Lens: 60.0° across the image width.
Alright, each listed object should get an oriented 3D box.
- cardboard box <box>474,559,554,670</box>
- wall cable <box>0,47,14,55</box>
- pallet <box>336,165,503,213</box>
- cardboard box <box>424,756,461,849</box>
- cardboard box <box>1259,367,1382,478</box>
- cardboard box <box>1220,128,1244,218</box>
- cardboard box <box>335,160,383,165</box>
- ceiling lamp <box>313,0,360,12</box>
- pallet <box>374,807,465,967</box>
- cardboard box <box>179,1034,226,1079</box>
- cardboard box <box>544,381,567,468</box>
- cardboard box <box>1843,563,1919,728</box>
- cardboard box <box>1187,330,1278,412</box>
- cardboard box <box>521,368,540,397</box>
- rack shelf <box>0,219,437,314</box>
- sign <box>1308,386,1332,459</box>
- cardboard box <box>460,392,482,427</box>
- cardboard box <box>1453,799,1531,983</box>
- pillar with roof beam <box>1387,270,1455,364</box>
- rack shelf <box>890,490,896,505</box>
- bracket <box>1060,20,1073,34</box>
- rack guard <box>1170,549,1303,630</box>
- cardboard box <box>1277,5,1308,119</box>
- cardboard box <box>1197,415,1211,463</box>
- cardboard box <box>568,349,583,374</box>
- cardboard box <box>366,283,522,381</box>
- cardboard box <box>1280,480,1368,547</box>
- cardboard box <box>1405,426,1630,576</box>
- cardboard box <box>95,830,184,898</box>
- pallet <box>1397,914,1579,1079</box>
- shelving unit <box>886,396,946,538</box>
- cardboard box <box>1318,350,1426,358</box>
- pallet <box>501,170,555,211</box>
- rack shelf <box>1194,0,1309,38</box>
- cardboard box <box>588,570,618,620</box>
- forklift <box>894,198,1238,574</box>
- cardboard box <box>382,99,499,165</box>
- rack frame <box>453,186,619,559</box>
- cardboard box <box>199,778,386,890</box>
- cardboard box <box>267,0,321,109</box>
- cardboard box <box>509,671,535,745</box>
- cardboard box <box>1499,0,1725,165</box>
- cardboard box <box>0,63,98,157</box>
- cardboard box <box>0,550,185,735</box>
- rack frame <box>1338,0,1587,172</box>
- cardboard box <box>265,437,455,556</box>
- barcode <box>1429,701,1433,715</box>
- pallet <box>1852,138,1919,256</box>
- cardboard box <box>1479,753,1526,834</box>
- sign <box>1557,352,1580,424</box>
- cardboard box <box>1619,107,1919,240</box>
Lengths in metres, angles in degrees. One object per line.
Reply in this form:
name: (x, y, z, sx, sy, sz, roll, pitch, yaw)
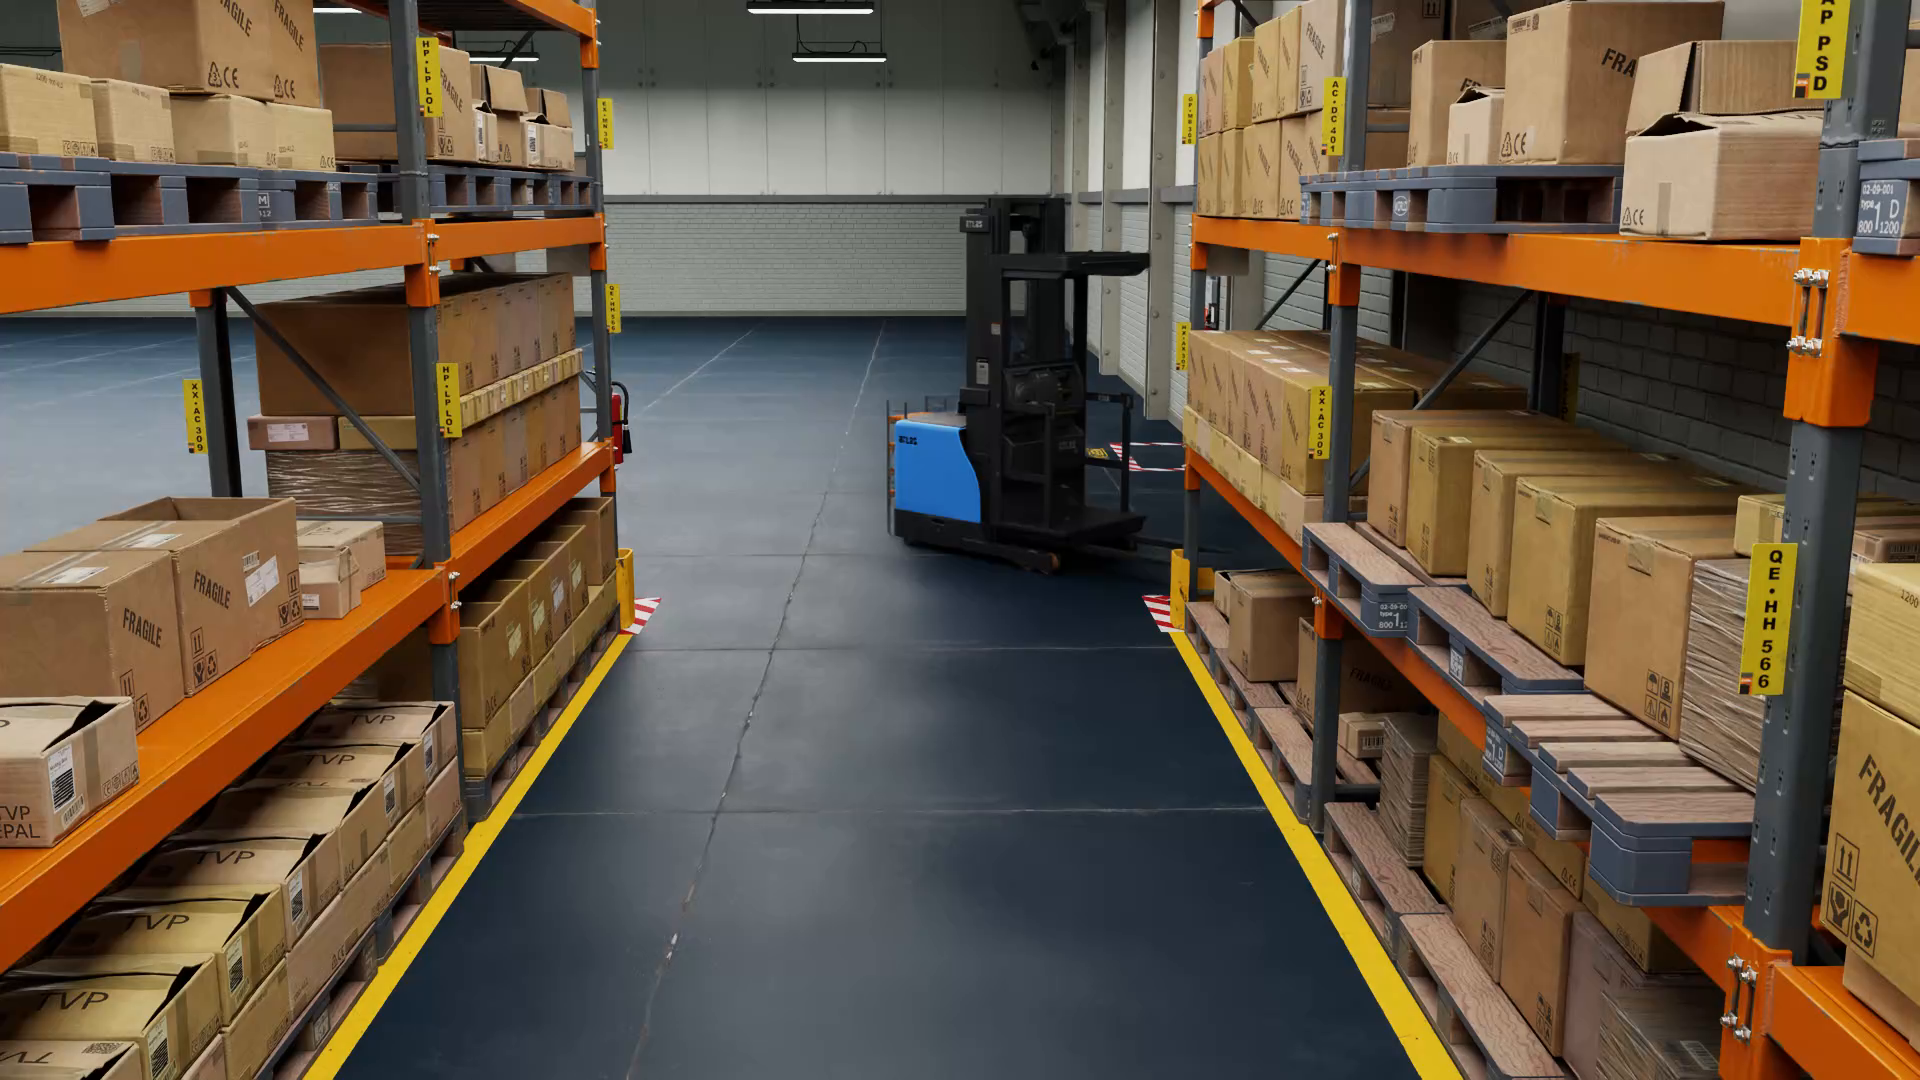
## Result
cardboard box: (-2.517, 0.399, 9.019, 0.500, 0.500, 0.500, 0, 11, -1)
wall cable: (-25.198, -11.093, 41.711, 3.097, 2.526, 0.112, 0, 11, -1)
pallet: (-2.843, -1.679, 7.967, 1.003, 0.211, 1.213, 0, 11, -1)
cardboard box: (-2.501, 1.140, 7.253, 0.500, 0.250, 0.500, 0, 11, -2)
cardboard box: (1.818, -0.599, 8.410, 0.500, 0.500, 0.500, 0, 11, -1)
cardboard box: (1.818, -2.150, 9.766, 0.500, 0.500, 0.500, 0, 11, 1)
cardboard box: (-3.098, -1.943, 8.269, 0.380, 0.149, 0.250, 0, 11, -1)
ceiling lamp: (-9.700, -9.898, 26.033, 2.000, 3.185, 0.800, 0, 11, -1)
pallet: (-2.745, 1.430, 6.978, 1.003, 0.211, 1.213, 0, 11, -1)
cardboard box: (-2.445, 1.649, 4.745, 0.500, 0.250, 0.500, -1, 11, -3)
cardboard box: (-2.870, -0.729, 10.359, 0.700, 0.500, 0.500, 0, 11, 0)
cardboard box: (1.988, 0.216, 3.012, 0.500, 0.250, 0.500, 0, 11, 0)
cardboard box: (1.780, -1.106, 10.909, 0.500, 0.500, 0.500, 0, 11, -1)
cardboard box: (-2.656, -0.912, 9.627, 0.380, 0.149, 0.250, 0, 11, 0)
rack shelf: (-2.758, -0.802, 5.235, 1.077, 0.370, 4.000, 0, 11, -1)
sign: (1.611, -0.524, 7.421, 0.100, 0.325, 0.005, 0, 11, -1)
cardboard box: (-2.631, -0.657, 8.370, 0.380, 0.149, 0.250, 0, 11, -2)
cardboard box: (2.216, 1.256, 6.003, 0.700, 0.500, 0.500, 0, 11, -1)
pillar with roof beam: (-1.354, -3.686, 10.093, 9.100, 9.000, 0.400, 0, 11, -1)
rack shelf: (-0.386, -0.394, 14.822, 0.258, 0.148, 0.480, 10, 15, 42)
bracket: (2.107, -10.154, 32.924, 0.235, 0.232, 0.430, 0, 11, -1)
rack guard: (2.072, 0.341, 11.619, 1.175, 0.500, 0.348, 0, 11, -1)
cardboard box: (1.850, -2.330, 8.141, 0.500, 0.500, 0.500, 0, 11, 2)
cardboard box: (1.788, -0.634, 10.465, 0.500, 0.250, 0.500, -1, 11, -3)
cardboard box: (-2.684, -1.169, 10.896, 0.380, 0.149, 0.250, 0, 11, -2)
cardboard box: (-2.846, -1.155, 9.192, 0.700, 0.500, 0.500, 0, 11, -1)
cardboard box: (1.840, -0.133, 7.996, 0.500, 0.250, 0.500, 0, 11, -1)
cardboard box: (2.134, -0.156, 6.425, 0.700, 0.500, 0.500, 1, 12, 5)
cardboard box: (-3.007, 1.173, 5.681, 0.500, 0.311, 0.500, 0, 11, 0)
pallet: (2.199, 1.661, 5.842, 1.003, 0.211, 1.213, 0, 11, -1)
shelving unit: (-0.386, -0.655, 14.770, 0.258, 1.200, 0.503, 10, 15, 42)
cardboard box: (2.319, -0.807, 9.432, 0.500, 0.500, 0.500, 0, 11, 0)
pallet: (-2.865, -1.921, 9.160, 1.003, 0.211, 1.213, 0, 11, -1)
rack shelf: (2.112, -3.087, 8.960, 1.077, 0.370, 4.000, 0, 11, -1)
cardboard box: (-2.576, 0.369, 11.053, 0.500, 0.250, 0.500, 0, 11, -1)
forklift: (0.843, -1.282, 13.505, 3.031, 2.935, 1.130, 11, 16, 42)
cardboard box: (-2.557, -1.992, 8.104, 0.500, 0.311, 0.500, -1, 12, -4)
rack frame: (-2.882, -0.878, 11.341, 1.000, 3.000, 0.127, 0, 11, -1)
cardboard box: (-2.479, 1.066, 6.208, 0.500, 0.311, 0.500, 0, 11, -1)
cardboard box: (-2.826, -1.930, 6.417, 0.500, 0.500, 0.500, 0, 11, 0)
cardboard box: (-2.511, 0.866, 8.604, 0.500, 0.250, 0.500, 0, 11, -1)
cardboard box: (2.110, -1.474, 5.430, 0.500, 0.500, 0.500, -1, 11, -3)
cardboard box: (-2.812, -1.198, 4.695, 0.500, 0.250, 0.500, 0, 11, -2)
cardboard box: (-2.768, 0.330, 5.136, 0.500, 0.500, 0.500, -1, 11, -4)
rack frame: (2.153, -3.044, 6.929, 1.000, 3.000, 0.127, 0, 11, -1)
cardboard box: (-2.815, -0.220, 7.846, 0.700, 0.500, 0.500, -1, 11, -3)
barcode: (2.435, 0.873, 8.597, 0.001, 0.075, 0.075, 0, 11, -1)
pallet: (2.302, -0.558, 2.697, 1.213, 0.211, 1.003, 0, 11, 1)
cardboard box: (2.212, 0.876, 5.994, 0.500, 0.250, 0.500, -1, 11, -3)
sign: (2.708, -0.674, 7.425, 0.100, 0.325, 0.005, 0, 11, -1)
cardboard box: (1.951, -0.887, 4.015, 0.500, 0.311, 0.500, 0, 11, -1)
